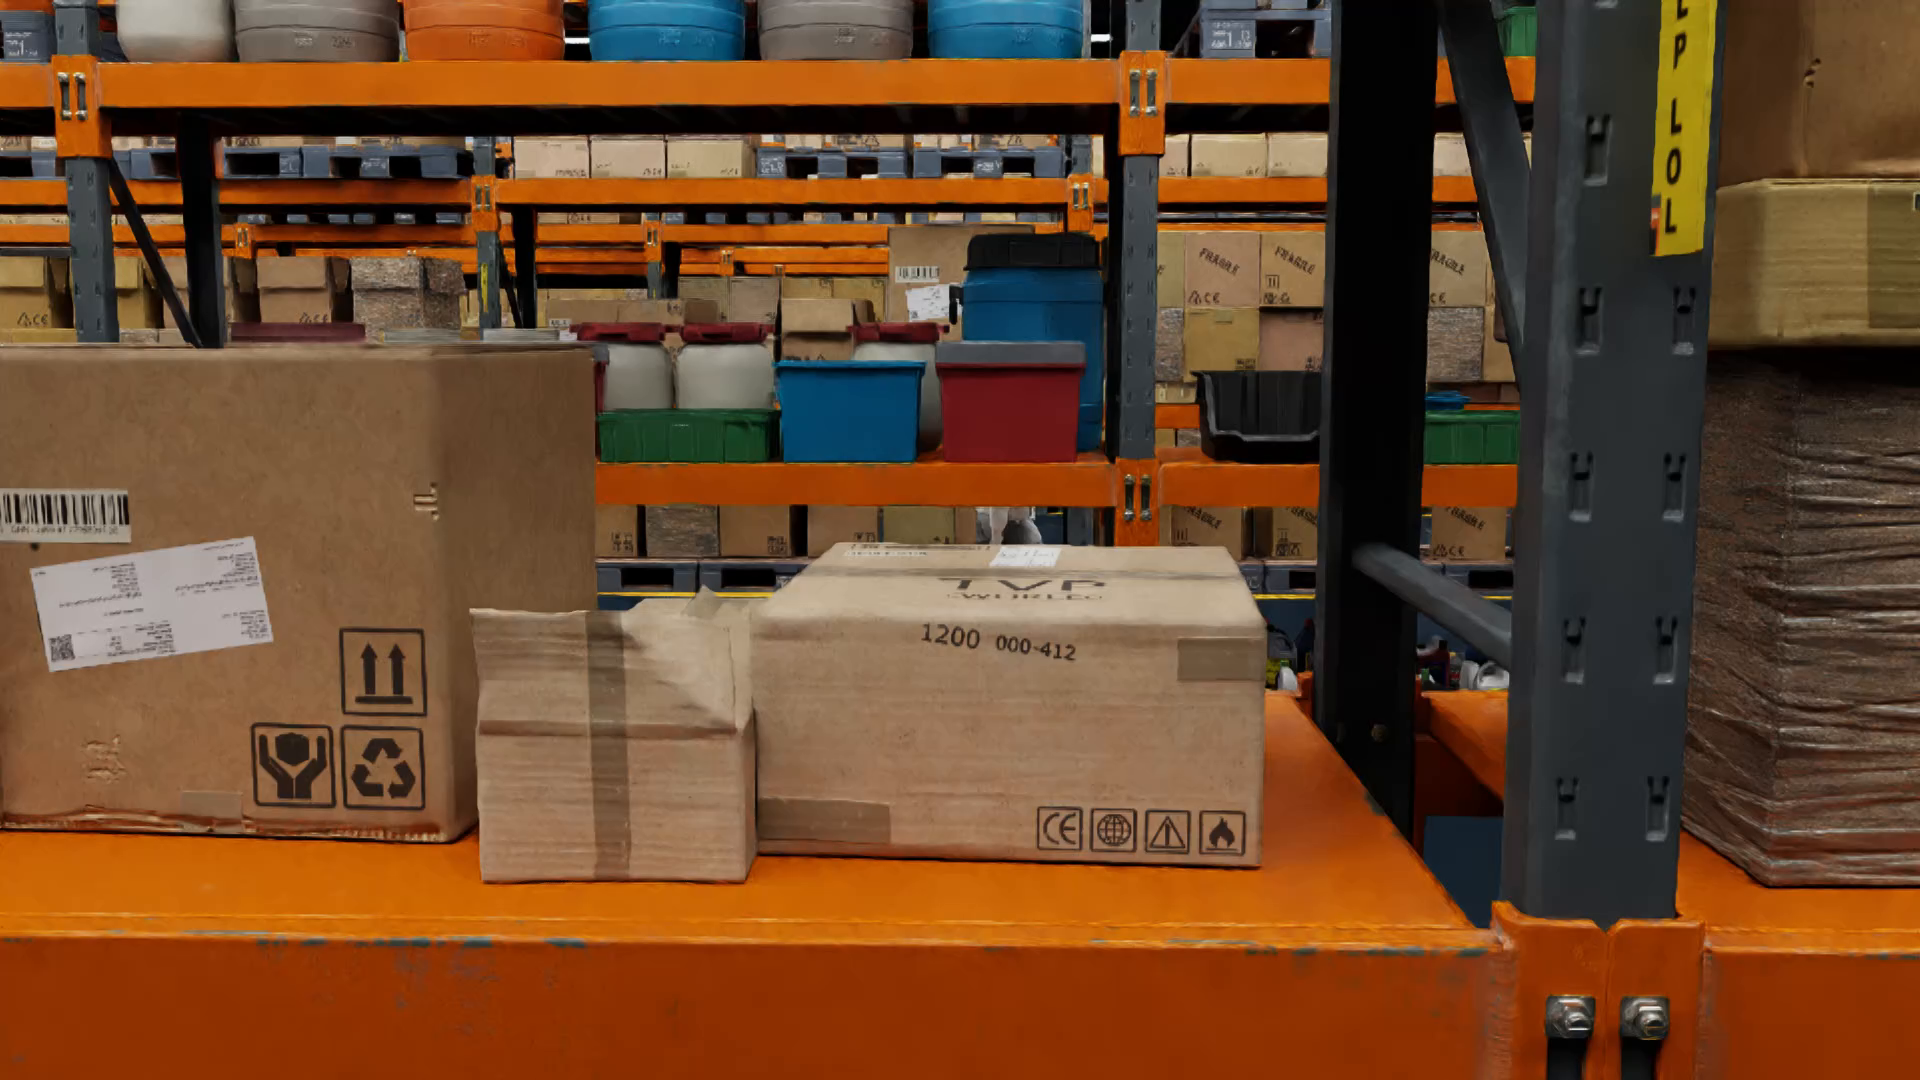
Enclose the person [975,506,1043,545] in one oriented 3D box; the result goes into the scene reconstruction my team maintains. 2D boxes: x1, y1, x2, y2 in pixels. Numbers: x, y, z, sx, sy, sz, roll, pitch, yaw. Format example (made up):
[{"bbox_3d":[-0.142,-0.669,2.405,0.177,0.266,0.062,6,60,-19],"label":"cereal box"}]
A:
[{"bbox_3d":[0.318,-0.092,8.312,0.808,1.633,0.483,-1,7,-7],"label":"person"}]
